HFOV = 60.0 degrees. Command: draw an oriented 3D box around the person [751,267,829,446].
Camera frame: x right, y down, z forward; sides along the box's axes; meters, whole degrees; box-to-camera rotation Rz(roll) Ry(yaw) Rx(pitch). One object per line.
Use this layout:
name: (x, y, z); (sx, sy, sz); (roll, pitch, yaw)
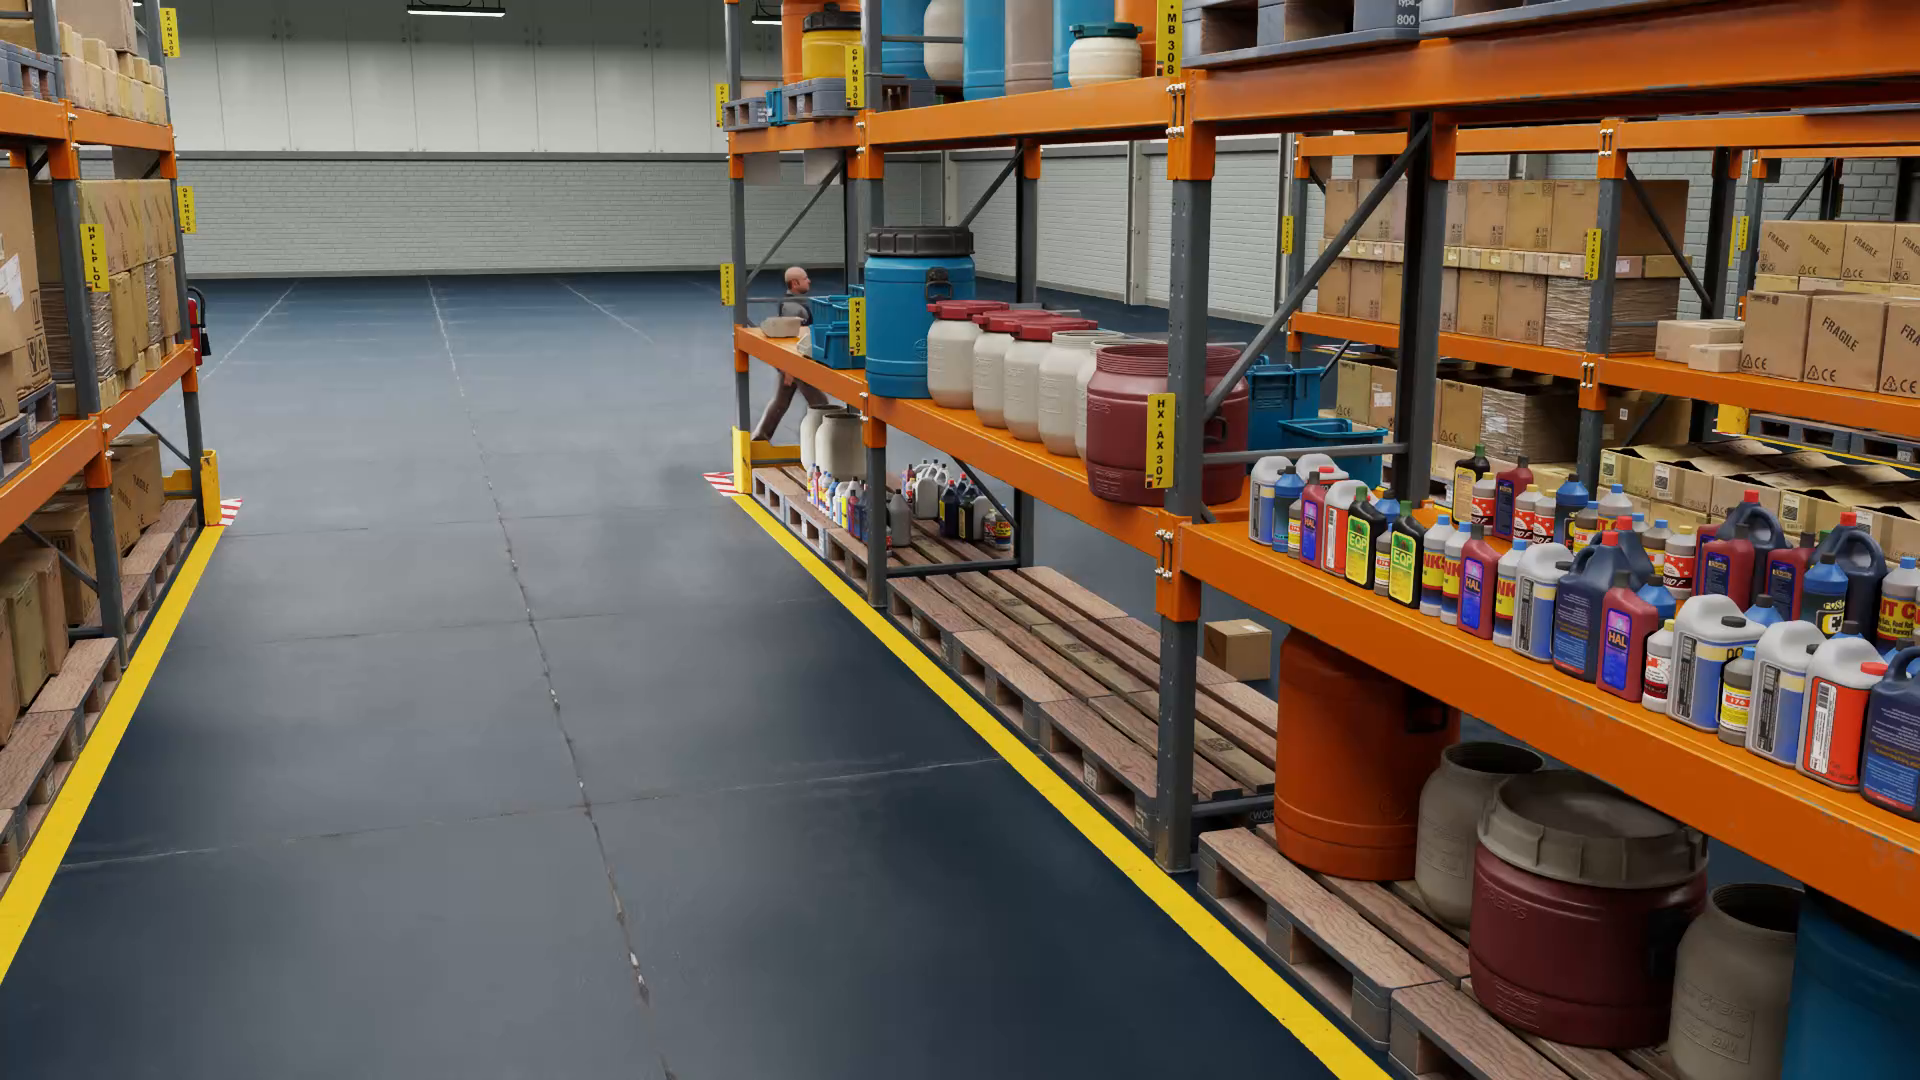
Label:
person: (-1.374, -1.583, 14.742); (0.995, 1.669, 0.581); (-3, 13, -14)
